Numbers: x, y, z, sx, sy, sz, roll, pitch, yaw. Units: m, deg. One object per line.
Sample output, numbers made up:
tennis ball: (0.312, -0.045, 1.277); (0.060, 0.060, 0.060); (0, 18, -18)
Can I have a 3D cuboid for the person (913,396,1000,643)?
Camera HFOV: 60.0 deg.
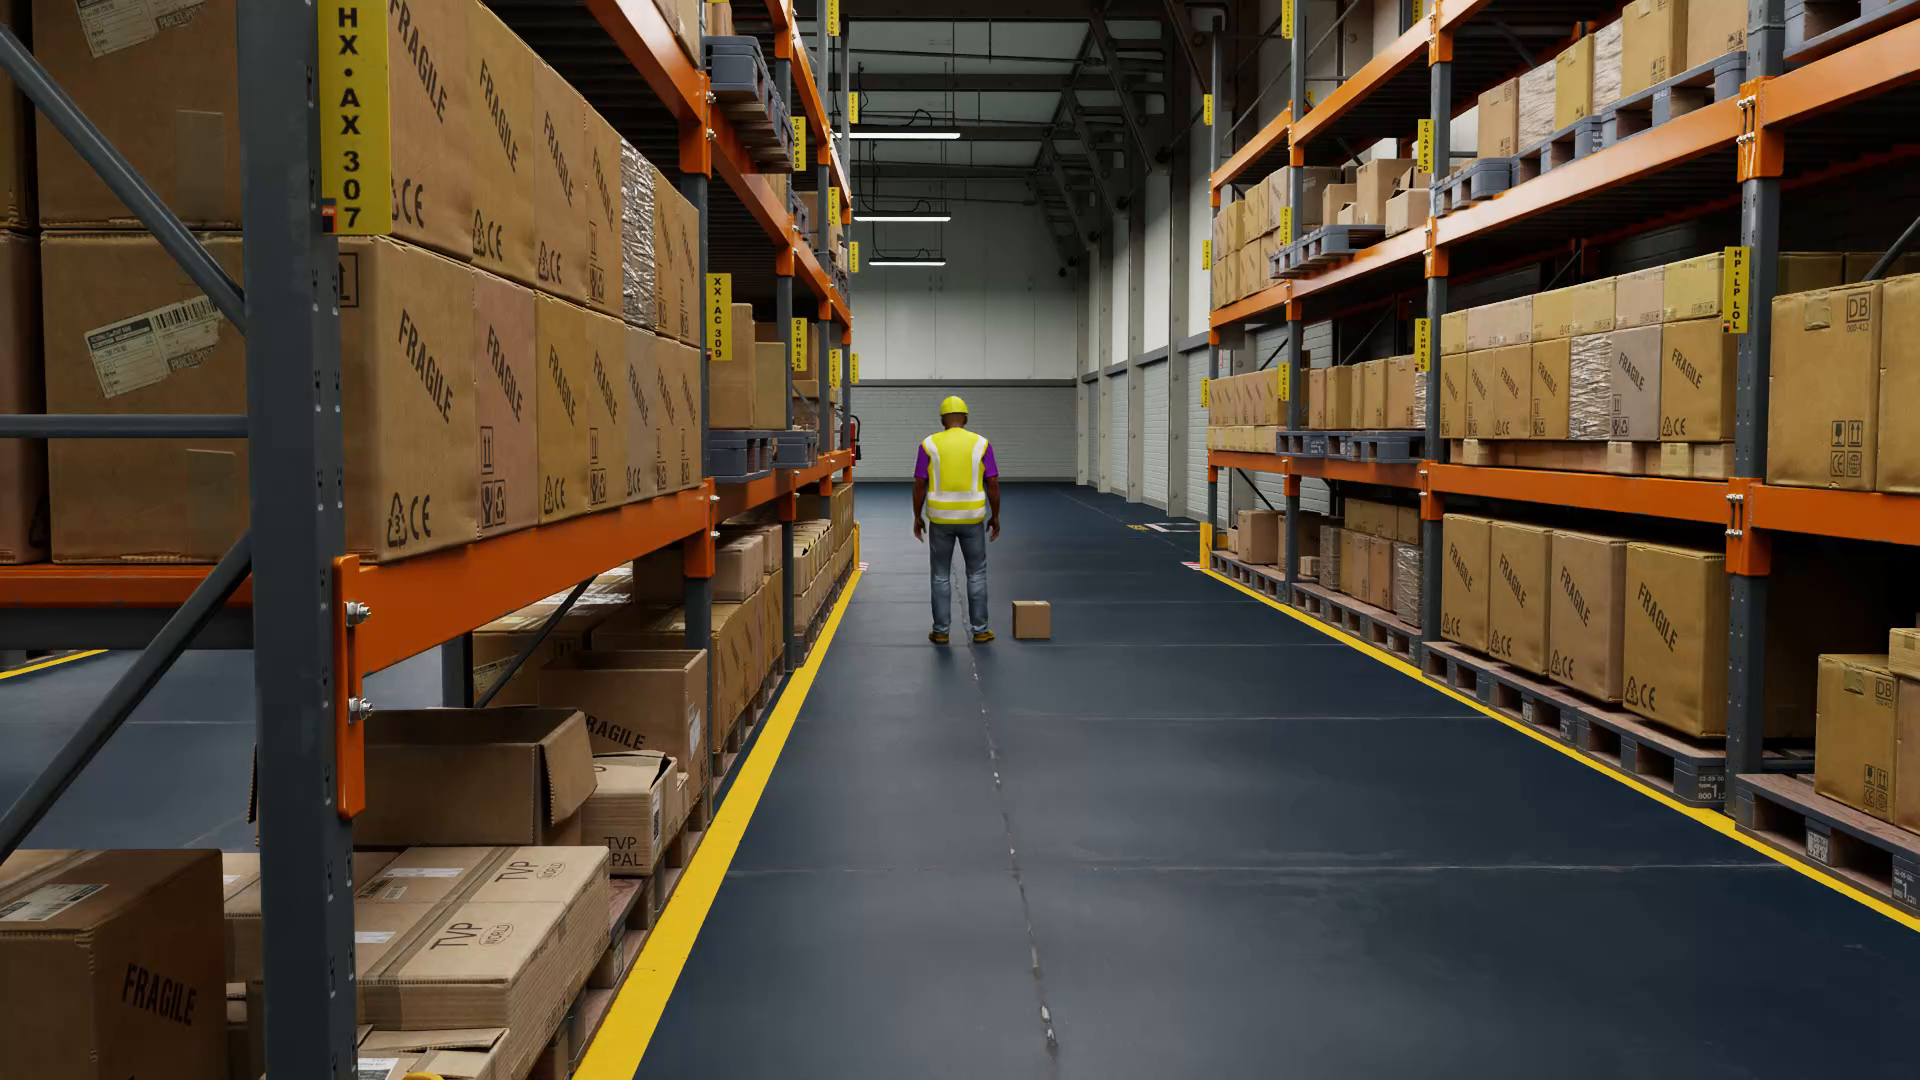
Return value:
person: (-0.023, -0.152, 11.934); (0.627, 1.761, 0.456); (0, 4, -1)
